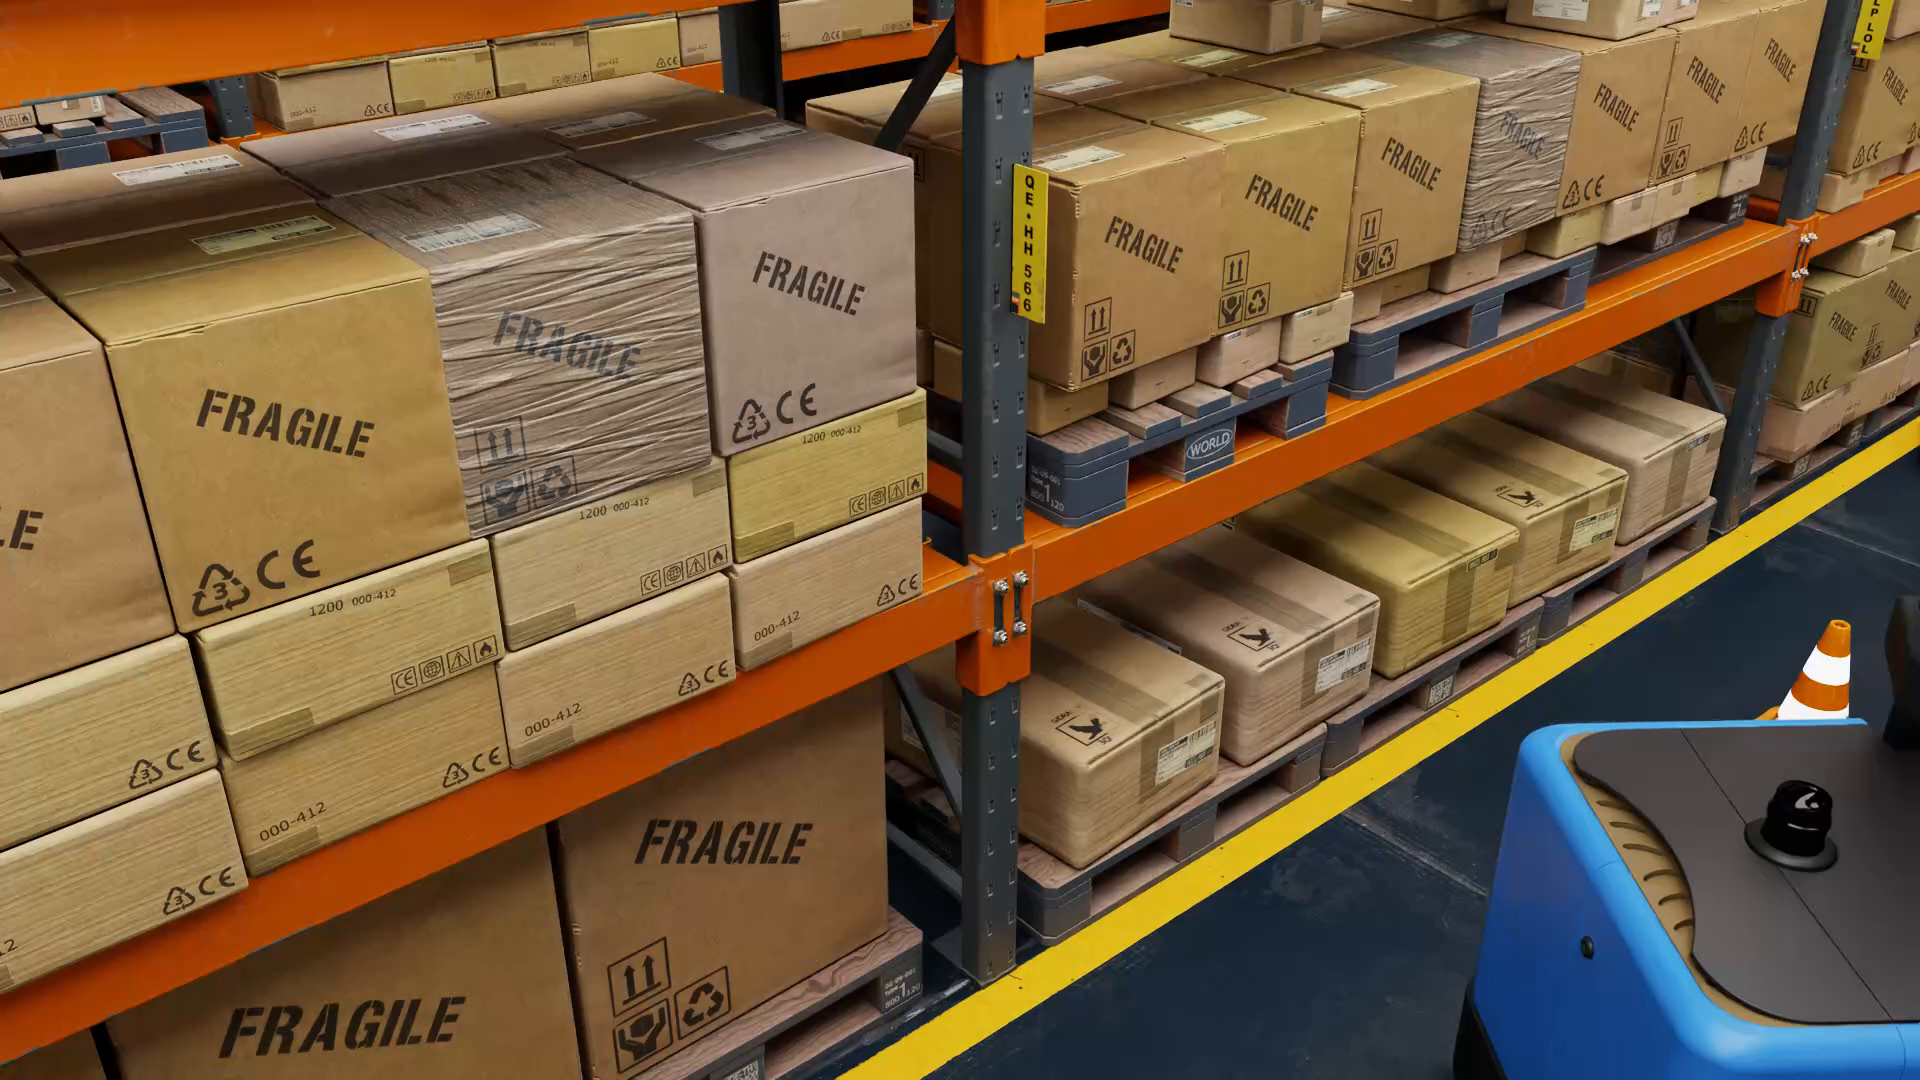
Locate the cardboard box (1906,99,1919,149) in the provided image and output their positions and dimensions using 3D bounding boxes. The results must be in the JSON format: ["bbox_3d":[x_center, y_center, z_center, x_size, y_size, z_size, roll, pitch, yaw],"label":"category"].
[{"bbox_3d":[3.709,-1.904,6.708,0.500,0.500,0.500,-22,35,-35],"label":"cardboard box"}]

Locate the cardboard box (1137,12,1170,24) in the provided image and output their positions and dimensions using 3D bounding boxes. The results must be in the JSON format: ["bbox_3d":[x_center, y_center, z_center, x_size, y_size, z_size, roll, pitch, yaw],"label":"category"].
[{"bbox_3d":[1.391,-3.565,11.650,0.500,0.250,0.500,-22,35,-35],"label":"cardboard box"}]

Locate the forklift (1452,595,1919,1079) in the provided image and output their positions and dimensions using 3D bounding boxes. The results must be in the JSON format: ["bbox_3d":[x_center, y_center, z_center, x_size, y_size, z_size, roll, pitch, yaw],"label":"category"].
[{"bbox_3d":[2.754,0.264,3.145,3.031,2.935,1.130,-1,28,-2],"label":"forklift"}]

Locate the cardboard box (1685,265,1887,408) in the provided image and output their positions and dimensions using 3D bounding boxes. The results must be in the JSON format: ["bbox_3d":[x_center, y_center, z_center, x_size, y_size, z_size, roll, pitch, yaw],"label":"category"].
[{"bbox_3d":[3.451,-0.919,6.963,0.500,0.500,0.500,-20,34,-33],"label":"cardboard box"}]

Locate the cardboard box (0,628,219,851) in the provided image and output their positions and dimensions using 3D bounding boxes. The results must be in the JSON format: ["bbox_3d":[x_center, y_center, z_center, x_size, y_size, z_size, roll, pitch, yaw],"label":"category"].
[{"bbox_3d":[-1.579,0.258,2.714,0.500,0.250,0.500,-23,36,-36],"label":"cardboard box"}]

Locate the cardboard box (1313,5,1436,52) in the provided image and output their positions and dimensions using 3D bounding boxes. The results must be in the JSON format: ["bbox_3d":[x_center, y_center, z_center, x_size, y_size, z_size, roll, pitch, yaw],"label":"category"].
[{"bbox_3d":[1.134,-1.391,5.303,0.500,0.500,0.500,-24,36,-37],"label":"cardboard box"}]

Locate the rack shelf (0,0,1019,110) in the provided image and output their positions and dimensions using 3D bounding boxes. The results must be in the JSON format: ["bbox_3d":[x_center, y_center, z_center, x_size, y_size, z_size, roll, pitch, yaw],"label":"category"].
[{"bbox_3d":[-1.738,-0.702,2.462,4.000,0.370,1.077,-22,35,-35],"label":"rack shelf"}]

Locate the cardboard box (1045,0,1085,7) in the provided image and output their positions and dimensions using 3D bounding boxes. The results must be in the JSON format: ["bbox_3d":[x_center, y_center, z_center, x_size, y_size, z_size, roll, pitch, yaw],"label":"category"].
[{"bbox_3d":[0.495,-3.562,10.127,0.500,0.500,0.500,-21,35,-34],"label":"cardboard box"}]

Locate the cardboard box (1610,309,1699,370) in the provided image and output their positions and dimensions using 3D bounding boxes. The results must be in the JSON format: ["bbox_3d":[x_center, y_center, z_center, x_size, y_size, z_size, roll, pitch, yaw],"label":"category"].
[{"bbox_3d":[3.102,-1.112,7.325,0.500,0.500,0.500,-22,35,-36],"label":"cardboard box"}]

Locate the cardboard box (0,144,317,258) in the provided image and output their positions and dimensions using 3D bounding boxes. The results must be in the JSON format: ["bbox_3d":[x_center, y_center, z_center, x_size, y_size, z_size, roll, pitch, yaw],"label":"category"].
[{"bbox_3d":[-1.525,-0.422,3.191,0.500,0.500,0.500,-21,34,-34],"label":"cardboard box"}]

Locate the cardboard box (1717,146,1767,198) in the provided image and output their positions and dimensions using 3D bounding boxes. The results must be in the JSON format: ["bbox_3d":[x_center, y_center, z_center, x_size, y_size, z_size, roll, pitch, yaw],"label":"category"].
[{"bbox_3d":[2.614,-1.350,5.915,0.250,0.149,0.380,-21,35,-34],"label":"cardboard box"}]

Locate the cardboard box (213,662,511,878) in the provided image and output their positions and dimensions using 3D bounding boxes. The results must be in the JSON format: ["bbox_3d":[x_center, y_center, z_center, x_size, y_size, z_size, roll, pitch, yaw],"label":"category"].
[{"bbox_3d":[-1.205,0.316,3.136,0.500,0.250,0.500,-22,35,-35],"label":"cardboard box"}]

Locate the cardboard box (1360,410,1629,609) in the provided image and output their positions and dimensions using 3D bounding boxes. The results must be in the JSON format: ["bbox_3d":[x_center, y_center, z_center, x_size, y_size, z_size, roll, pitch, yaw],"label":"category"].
[{"bbox_3d":[1.884,-0.176,6.239,0.625,0.372,0.950,-19,34,-32],"label":"cardboard box"}]

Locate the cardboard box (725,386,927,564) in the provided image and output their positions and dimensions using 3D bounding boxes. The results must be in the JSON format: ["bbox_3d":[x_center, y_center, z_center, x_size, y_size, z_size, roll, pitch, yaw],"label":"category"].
[{"bbox_3d":[-0.420,-0.223,3.614,0.500,0.250,0.500,-22,35,-35],"label":"cardboard box"}]

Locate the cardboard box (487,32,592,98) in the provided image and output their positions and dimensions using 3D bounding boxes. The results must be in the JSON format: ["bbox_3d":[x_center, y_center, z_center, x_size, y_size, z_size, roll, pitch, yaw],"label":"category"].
[{"bbox_3d":[-2.172,-2.381,8.182,0.500,0.250,0.500,-23,36,-36],"label":"cardboard box"}]

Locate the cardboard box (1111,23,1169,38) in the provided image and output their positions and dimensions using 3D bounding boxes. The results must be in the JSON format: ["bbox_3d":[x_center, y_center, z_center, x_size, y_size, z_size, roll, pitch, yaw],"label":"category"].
[{"bbox_3d":[1.345,-3.227,11.016,0.500,0.250,0.500,-23,36,-36],"label":"cardboard box"}]

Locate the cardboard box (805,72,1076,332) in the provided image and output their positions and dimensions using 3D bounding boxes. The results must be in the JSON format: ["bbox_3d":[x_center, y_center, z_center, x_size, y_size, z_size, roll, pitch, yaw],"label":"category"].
[{"bbox_3d":[-0.051,-0.908,4.399,0.500,0.500,0.500,-23,36,-36],"label":"cardboard box"}]

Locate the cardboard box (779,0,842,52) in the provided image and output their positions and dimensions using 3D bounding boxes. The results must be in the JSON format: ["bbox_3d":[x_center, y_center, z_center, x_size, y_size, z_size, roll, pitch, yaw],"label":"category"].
[{"bbox_3d":[-0.990,-2.841,9.042,0.500,0.250,0.500,-22,35,-35],"label":"cardboard box"}]

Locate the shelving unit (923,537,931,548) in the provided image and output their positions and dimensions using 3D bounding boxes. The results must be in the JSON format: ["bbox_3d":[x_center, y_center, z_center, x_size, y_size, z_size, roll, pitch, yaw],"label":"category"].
[{"bbox_3d":[0.058,-0.685,6.440,1.083,1.500,0.587,-22,35,-35],"label":"shelving unit"}]

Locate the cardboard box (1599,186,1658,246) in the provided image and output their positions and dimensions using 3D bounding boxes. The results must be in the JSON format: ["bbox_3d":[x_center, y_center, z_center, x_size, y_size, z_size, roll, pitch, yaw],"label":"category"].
[{"bbox_3d":[2.038,-1.105,5.456,0.250,0.149,0.380,-22,35,-35],"label":"cardboard box"}]

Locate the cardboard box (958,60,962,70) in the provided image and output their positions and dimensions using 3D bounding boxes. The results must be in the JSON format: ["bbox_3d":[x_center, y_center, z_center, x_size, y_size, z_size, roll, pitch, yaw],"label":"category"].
[{"bbox_3d":[0.174,-2.760,10.142,0.500,0.250,0.500,-23,35,-36],"label":"cardboard box"}]

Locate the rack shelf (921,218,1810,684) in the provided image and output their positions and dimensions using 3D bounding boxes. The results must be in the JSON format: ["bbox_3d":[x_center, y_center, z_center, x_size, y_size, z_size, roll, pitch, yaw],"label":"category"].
[{"bbox_3d":[1.305,-0.603,5.459,4.000,0.370,1.077,-22,35,-35],"label":"rack shelf"}]

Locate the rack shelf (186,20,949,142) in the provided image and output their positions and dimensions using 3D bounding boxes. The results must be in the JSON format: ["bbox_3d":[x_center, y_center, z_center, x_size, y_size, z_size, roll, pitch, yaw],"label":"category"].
[{"bbox_3d":[-1.919,-2.382,8.787,4.000,0.370,1.077,-22,35,-35],"label":"rack shelf"}]

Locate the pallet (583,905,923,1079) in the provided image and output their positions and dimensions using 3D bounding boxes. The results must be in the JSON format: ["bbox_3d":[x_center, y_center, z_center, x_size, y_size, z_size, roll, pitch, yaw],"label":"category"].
[{"bbox_3d":[-0.865,1.136,4.401,1.213,0.211,1.003,-22,35,-35],"label":"pallet"}]

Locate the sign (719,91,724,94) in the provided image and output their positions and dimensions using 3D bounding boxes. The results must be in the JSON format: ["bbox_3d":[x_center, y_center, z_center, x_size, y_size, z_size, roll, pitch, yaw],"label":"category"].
[{"bbox_3d":[-0.576,-0.976,4.249,0.005,0.325,0.100,-22,35,-35],"label":"sign"}]

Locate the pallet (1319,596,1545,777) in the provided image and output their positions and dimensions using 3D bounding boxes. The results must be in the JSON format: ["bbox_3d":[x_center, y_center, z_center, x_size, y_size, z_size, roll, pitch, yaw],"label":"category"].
[{"bbox_3d":[1.307,0.312,5.943,1.213,0.211,1.003,-22,35,-35],"label":"pallet"}]

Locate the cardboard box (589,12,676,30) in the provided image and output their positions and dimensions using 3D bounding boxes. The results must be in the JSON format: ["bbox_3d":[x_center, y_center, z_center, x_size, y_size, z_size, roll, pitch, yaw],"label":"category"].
[{"bbox_3d":[-1.781,-2.761,8.363,0.500,0.250,0.500,-21,35,-34],"label":"cardboard box"}]

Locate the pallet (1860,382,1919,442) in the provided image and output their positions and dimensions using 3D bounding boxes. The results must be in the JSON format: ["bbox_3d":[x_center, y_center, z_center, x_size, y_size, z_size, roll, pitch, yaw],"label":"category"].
[{"bbox_3d":[4.243,-0.895,8.202,1.213,0.211,1.003,-22,35,-35],"label":"pallet"}]

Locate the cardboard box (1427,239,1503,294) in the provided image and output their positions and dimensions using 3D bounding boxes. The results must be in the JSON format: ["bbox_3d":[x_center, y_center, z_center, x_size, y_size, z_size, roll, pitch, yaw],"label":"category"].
[{"bbox_3d":[1.412,-0.893,5.059,0.250,0.149,0.380,-21,34,-33],"label":"cardboard box"}]

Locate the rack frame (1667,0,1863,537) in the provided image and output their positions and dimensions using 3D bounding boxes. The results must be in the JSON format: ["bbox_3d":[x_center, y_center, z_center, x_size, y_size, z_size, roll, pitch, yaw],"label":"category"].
[{"bbox_3d":[2.827,-1.532,6.434,0.127,3.000,1.000,-22,35,-35],"label":"rack frame"}]

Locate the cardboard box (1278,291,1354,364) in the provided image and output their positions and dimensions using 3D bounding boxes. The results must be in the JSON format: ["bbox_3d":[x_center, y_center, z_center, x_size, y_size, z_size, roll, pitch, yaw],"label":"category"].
[{"bbox_3d":[0.849,-0.634,4.575,0.250,0.149,0.380,-22,35,-35],"label":"cardboard box"}]

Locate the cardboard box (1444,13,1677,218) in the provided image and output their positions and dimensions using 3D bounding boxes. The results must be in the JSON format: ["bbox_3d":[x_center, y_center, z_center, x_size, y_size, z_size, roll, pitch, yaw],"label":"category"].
[{"bbox_3d":[1.851,-1.361,5.247,0.500,0.500,0.500,-21,34,-33],"label":"cardboard box"}]

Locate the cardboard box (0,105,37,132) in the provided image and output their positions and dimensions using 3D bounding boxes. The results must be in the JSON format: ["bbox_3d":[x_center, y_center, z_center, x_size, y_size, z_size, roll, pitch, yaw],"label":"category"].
[{"bbox_3d":[-4.033,-1.767,6.588,0.500,0.250,0.500,-24,36,-37],"label":"cardboard box"}]

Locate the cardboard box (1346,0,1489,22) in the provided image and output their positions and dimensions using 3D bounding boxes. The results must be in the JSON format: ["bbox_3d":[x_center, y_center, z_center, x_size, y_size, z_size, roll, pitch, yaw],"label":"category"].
[{"bbox_3d":[1.480,-1.792,5.366,0.250,0.149,0.380,-20,34,-32],"label":"cardboard box"}]

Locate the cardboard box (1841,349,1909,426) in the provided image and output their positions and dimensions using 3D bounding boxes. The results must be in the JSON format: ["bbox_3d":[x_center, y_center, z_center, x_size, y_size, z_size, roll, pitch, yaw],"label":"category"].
[{"bbox_3d":[3.849,-0.756,7.453,0.500,0.250,0.500,-20,34,-32],"label":"cardboard box"}]

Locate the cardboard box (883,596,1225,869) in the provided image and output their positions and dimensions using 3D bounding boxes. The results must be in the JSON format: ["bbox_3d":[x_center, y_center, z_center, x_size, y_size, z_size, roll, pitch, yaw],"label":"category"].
[{"bbox_3d":[0.220,0.496,4.982,0.625,0.372,0.950,-25,37,-38],"label":"cardboard box"}]

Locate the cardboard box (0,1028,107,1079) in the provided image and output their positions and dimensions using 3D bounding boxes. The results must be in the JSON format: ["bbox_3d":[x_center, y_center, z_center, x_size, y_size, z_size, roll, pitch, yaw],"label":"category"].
[{"bbox_3d":[-2.158,1.170,3.187,0.875,0.875,0.875,-21,34,-34],"label":"cardboard box"}]

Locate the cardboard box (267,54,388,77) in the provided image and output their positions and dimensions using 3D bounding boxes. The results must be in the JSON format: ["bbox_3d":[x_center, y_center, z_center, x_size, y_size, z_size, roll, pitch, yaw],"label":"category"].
[{"bbox_3d":[-2.929,-2.281,7.464,0.500,0.250,0.500,-22,35,-35],"label":"cardboard box"}]

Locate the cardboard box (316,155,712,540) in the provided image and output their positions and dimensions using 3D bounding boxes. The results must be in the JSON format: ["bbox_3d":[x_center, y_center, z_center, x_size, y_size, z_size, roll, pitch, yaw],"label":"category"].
[{"bbox_3d":[-0.825,-0.382,3.115,0.500,0.500,0.500,-21,35,-34],"label":"cardboard box"}]

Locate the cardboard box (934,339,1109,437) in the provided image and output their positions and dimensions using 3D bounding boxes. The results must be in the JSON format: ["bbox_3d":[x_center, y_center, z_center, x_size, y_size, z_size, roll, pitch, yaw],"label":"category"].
[{"bbox_3d":[0.151,-0.416,4.166,0.250,0.149,0.380,-24,37,-38],"label":"cardboard box"}]

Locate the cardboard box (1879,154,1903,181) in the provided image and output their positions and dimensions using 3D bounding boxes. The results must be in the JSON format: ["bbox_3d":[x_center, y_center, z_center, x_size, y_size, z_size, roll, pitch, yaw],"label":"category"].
[{"bbox_3d":[3.615,-1.591,6.811,0.250,0.149,0.380,-22,35,-35],"label":"cardboard box"}]

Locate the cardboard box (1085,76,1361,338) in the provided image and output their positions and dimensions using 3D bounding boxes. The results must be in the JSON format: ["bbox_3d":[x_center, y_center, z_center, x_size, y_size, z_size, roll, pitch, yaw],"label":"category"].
[{"bbox_3d":[0.668,-0.886,4.357,0.500,0.500,0.500,-20,34,-32],"label":"cardboard box"}]

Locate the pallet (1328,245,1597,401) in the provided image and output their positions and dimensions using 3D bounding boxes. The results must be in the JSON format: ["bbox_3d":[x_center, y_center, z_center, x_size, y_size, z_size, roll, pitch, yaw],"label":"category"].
[{"bbox_3d":[1.263,-0.844,5.350,1.213,0.211,1.003,-22,35,-35],"label":"pallet"}]

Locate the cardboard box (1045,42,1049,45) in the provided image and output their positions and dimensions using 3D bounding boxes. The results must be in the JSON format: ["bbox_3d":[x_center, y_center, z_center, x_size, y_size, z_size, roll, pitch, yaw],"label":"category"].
[{"bbox_3d":[0.227,-3.104,10.788,0.500,0.250,0.500,-22,35,-36],"label":"cardboard box"}]

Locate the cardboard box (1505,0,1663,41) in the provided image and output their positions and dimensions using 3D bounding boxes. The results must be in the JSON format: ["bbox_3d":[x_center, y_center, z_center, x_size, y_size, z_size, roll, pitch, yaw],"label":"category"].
[{"bbox_3d":[1.913,-1.649,5.097,0.250,0.149,0.380,-24,36,-37],"label":"cardboard box"}]
